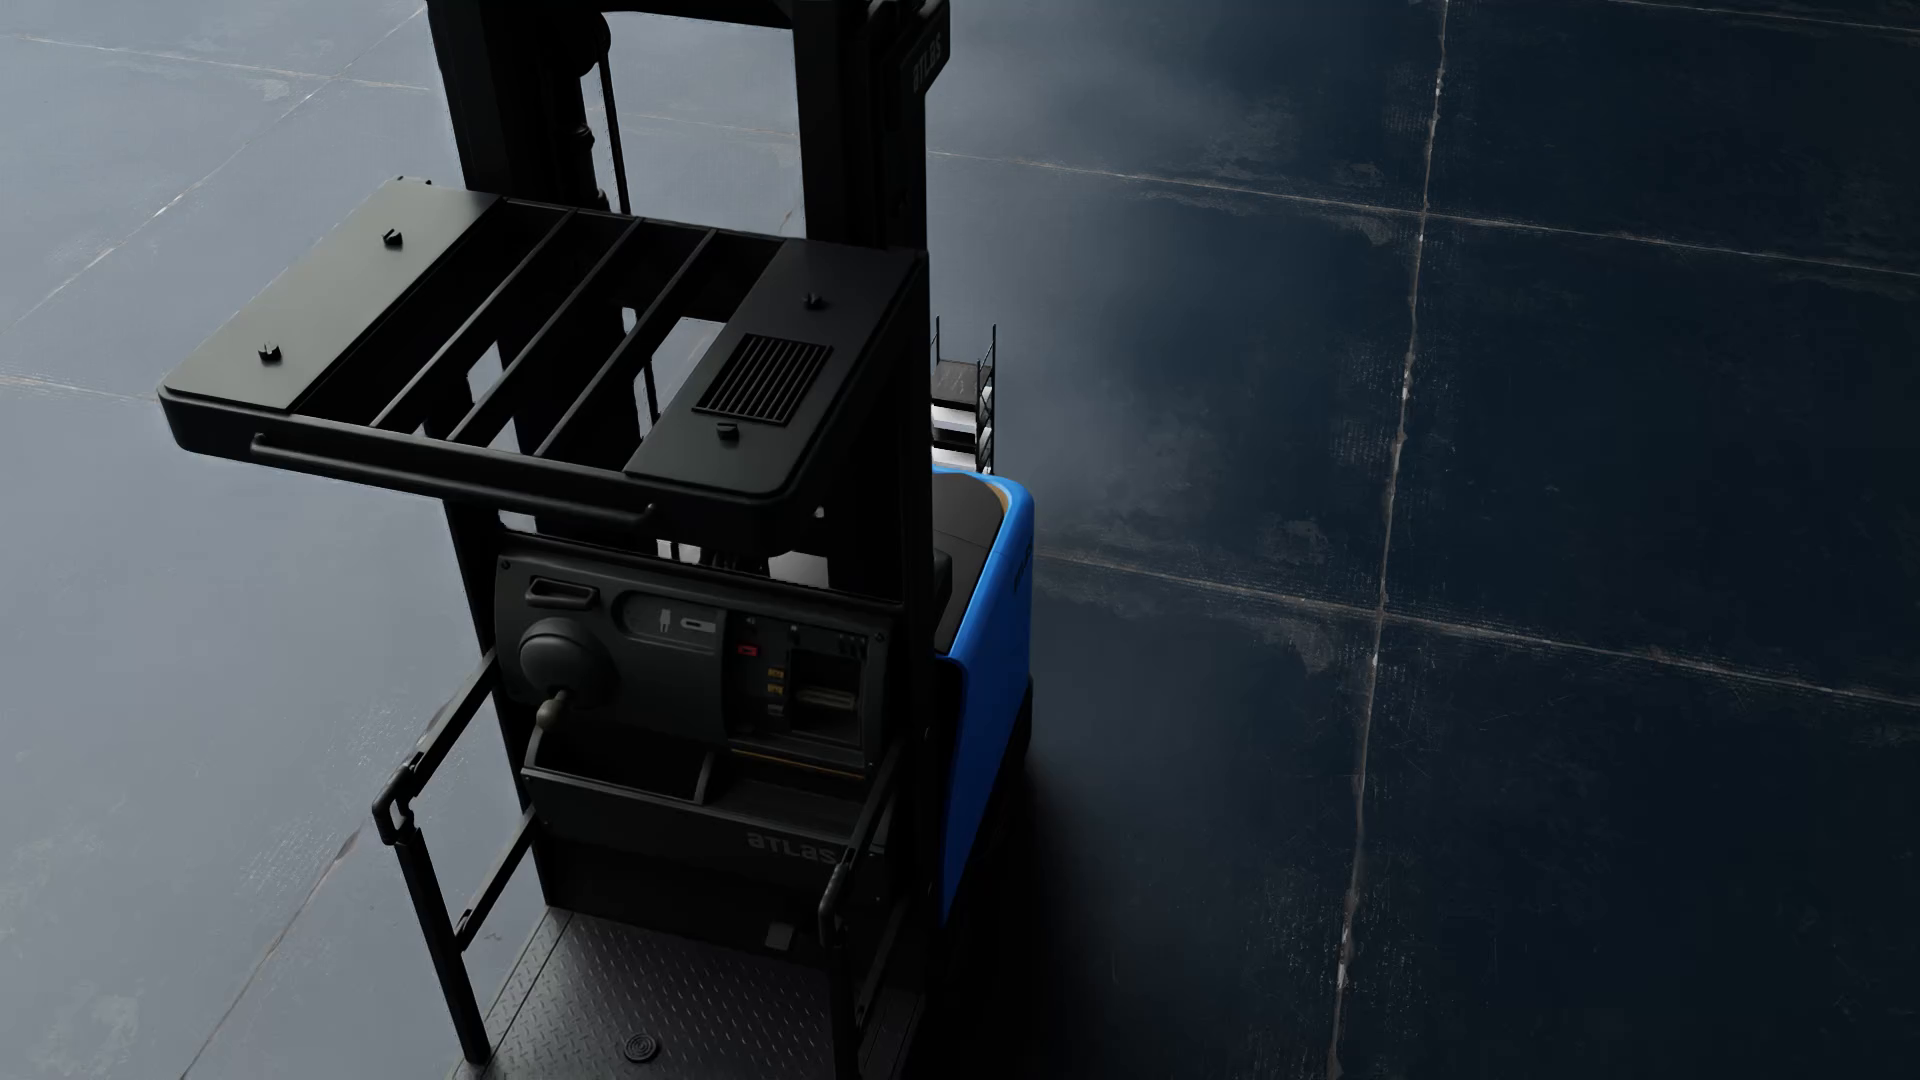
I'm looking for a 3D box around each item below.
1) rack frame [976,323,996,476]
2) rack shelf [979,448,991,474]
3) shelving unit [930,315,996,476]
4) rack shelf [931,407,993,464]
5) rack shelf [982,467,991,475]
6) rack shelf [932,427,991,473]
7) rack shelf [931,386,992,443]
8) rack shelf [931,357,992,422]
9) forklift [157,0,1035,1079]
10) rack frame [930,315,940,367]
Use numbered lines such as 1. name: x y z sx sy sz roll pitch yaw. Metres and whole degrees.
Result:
1. rack frame: 0.090 -0.329 5.942 0.006 0.900 0.240 10 41 11
2. rack shelf: -0.008 -0.252 6.042 0.200 0.077 0.258 10 41 11
3. shelving unit: -0.008 -0.346 5.962 0.210 0.900 0.258 10 41 11
4. rack shelf: -0.008 -0.389 5.926 0.200 0.077 0.258 10 41 11
5. rack shelf: -0.008 -0.183 6.099 0.200 0.077 0.258 10 41 11
6. rack shelf: -0.008 -0.320 5.984 0.200 0.077 0.258 10 41 11
7. rack shelf: -0.008 -0.458 5.868 0.200 0.077 0.258 10 41 11
8. rack shelf: -0.008 -0.527 5.810 0.200 0.077 0.258 10 41 11
9. forklift: -0.659 0.360 3.542 1.130 2.935 3.031 10 41 12
10. rack frame: -0.106 -0.363 5.982 0.006 0.900 0.240 10 41 11
